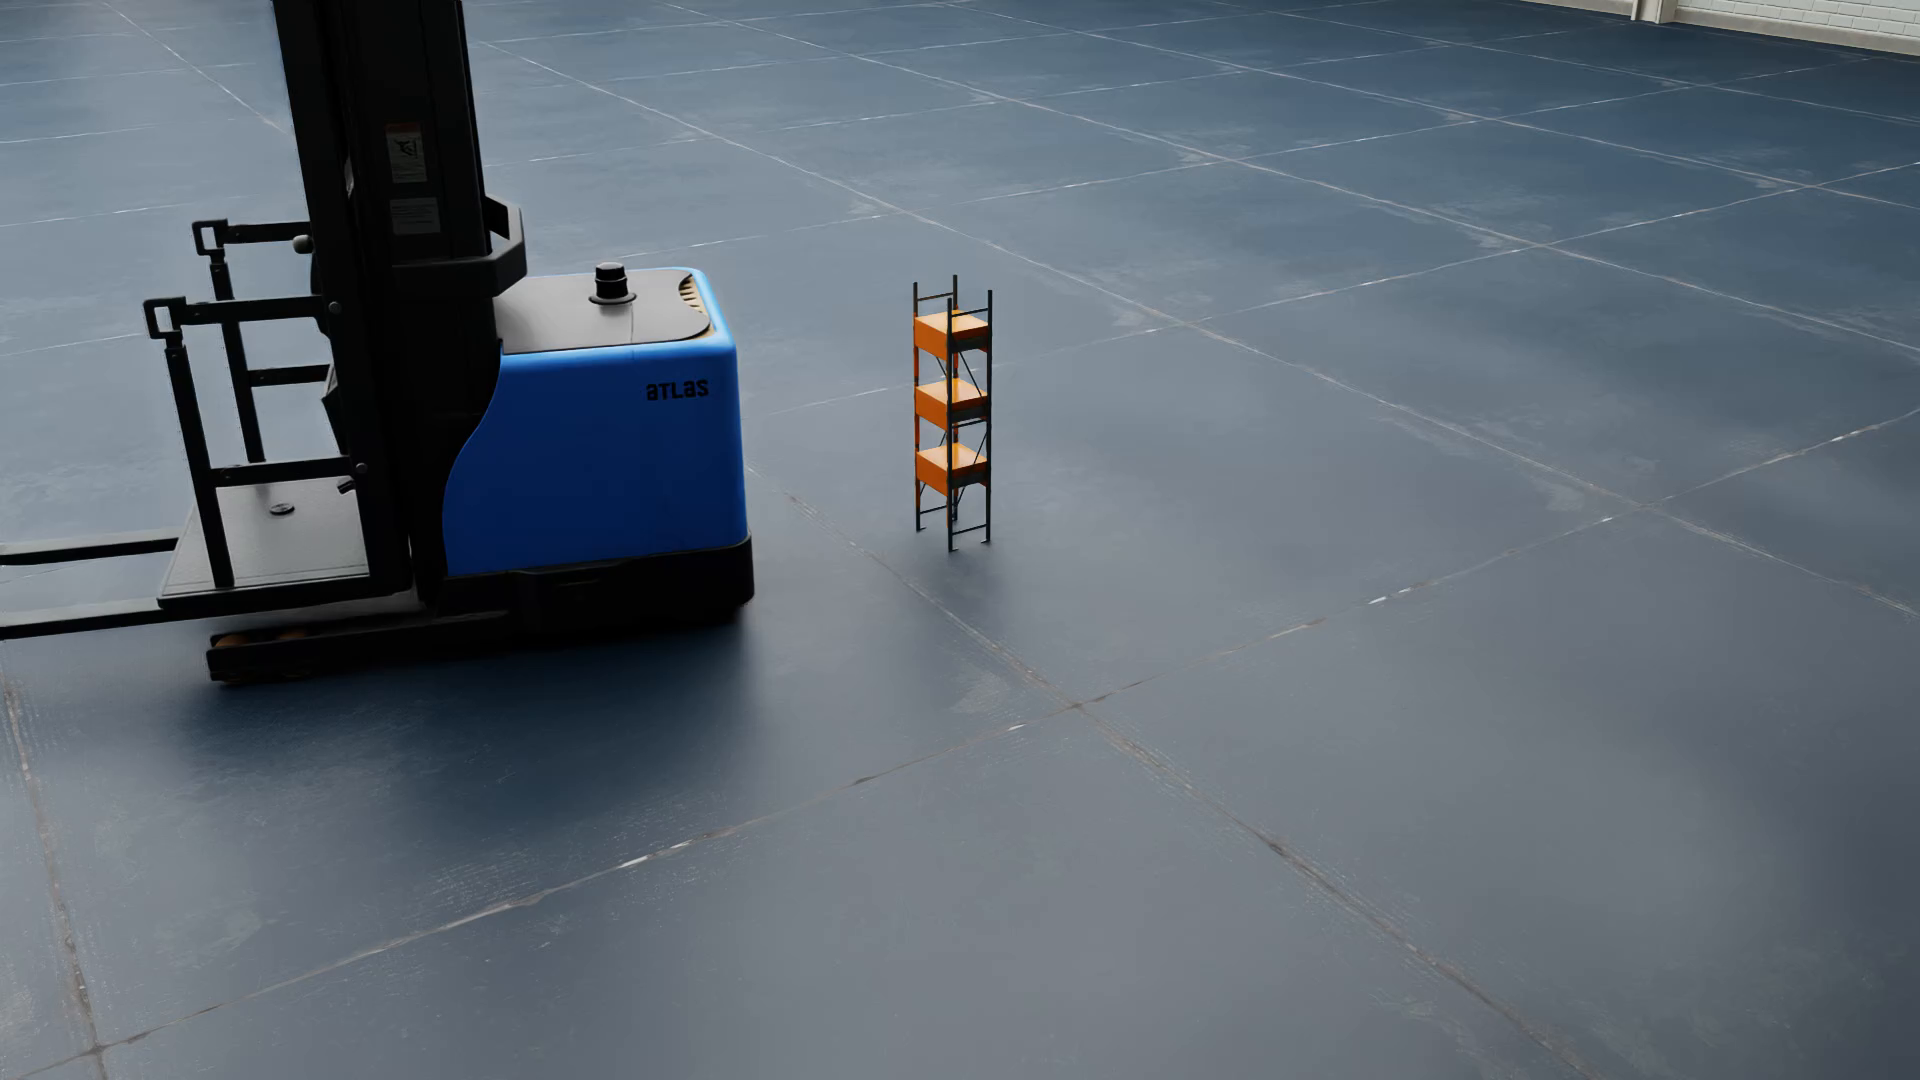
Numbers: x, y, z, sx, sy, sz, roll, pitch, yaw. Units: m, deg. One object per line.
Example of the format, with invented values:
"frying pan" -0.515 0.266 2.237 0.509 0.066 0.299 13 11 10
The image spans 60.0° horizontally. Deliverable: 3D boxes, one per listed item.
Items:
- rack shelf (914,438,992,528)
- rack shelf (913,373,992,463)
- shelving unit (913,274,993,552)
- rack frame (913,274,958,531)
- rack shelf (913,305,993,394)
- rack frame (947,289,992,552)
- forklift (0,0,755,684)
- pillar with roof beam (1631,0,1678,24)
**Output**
"rack shelf" -0.029 -0.233 6.690 0.215 0.259 0.240 -16 29 -30
"rack shelf" -0.029 -0.484 6.571 0.215 0.259 0.240 -16 29 -30
"shelving unit" -0.029 -0.494 6.566 0.215 1.050 0.252 -16 29 -30
"rack frame" -0.096 -0.538 6.659 0.200 1.050 0.008 -16 29 -30
"rack shelf" -0.029 -0.741 6.450 0.215 0.259 0.240 -16 29 -30
"rack frame" 0.037 -0.450 6.474 0.200 1.050 0.008 -16 29 -30
"forklift" -2.336 -1.080 5.605 3.031 2.935 1.130 -6 26 -13
"pillar with roof beam" 4.704 -9.299 15.908 9.100 9.000 0.400 -16 29 -30
